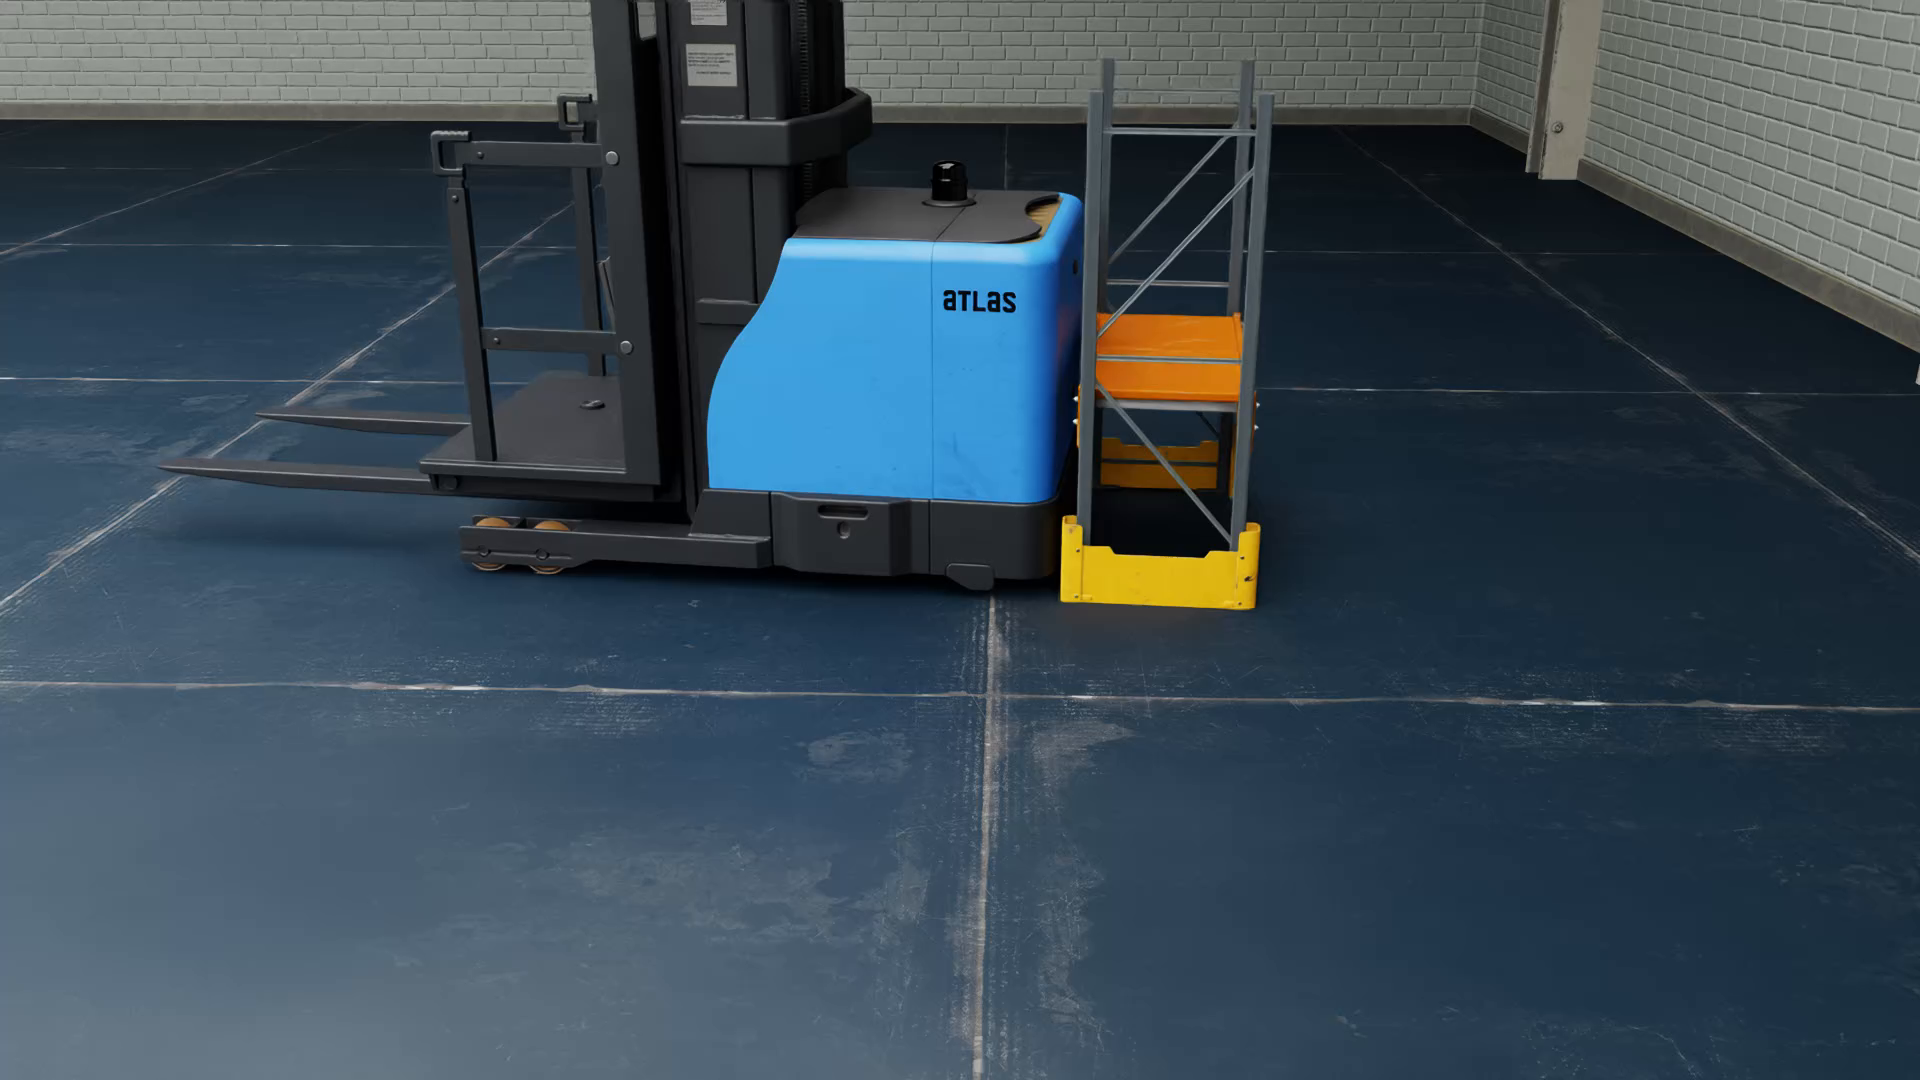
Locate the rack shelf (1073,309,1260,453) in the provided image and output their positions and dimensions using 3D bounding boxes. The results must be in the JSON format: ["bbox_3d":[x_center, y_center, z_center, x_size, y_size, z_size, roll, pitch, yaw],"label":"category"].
[{"bbox_3d":[0.656,-0.529,5.316,0.538,0.185,1.000,2,21,6],"label":"rack shelf"}]

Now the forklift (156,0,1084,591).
[{"bbox_3d":[-1.137,-1.442,5.193,3.031,2.935,1.130,3,21,8],"label":"forklift"}]

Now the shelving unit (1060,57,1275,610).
[{"bbox_3d":[0.655,-0.693,5.243,0.587,1.500,1.083,2,21,6],"label":"shelving unit"}]

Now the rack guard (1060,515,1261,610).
[{"bbox_3d":[0.599,0.068,5.008,0.587,0.250,0.087,2,21,6],"label":"rack guard"}]

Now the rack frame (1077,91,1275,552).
[{"bbox_3d":[0.599,-0.514,4.780,0.500,1.500,0.032,2,21,6],"label":"rack frame"}]

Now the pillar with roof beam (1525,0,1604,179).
[{"bbox_3d":[0.231,-7.033,11.216,9.100,9.000,0.400,1,21,2],"label":"pillar with roof beam"}]

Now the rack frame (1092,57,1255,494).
[{"bbox_3d":[0.714,-0.879,5.722,0.500,1.500,0.032,2,21,6],"label":"rack frame"}]

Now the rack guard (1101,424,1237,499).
[{"bbox_3d":[0.712,-0.290,5.930,0.587,0.250,0.087,2,21,6],"label":"rack guard"}]
